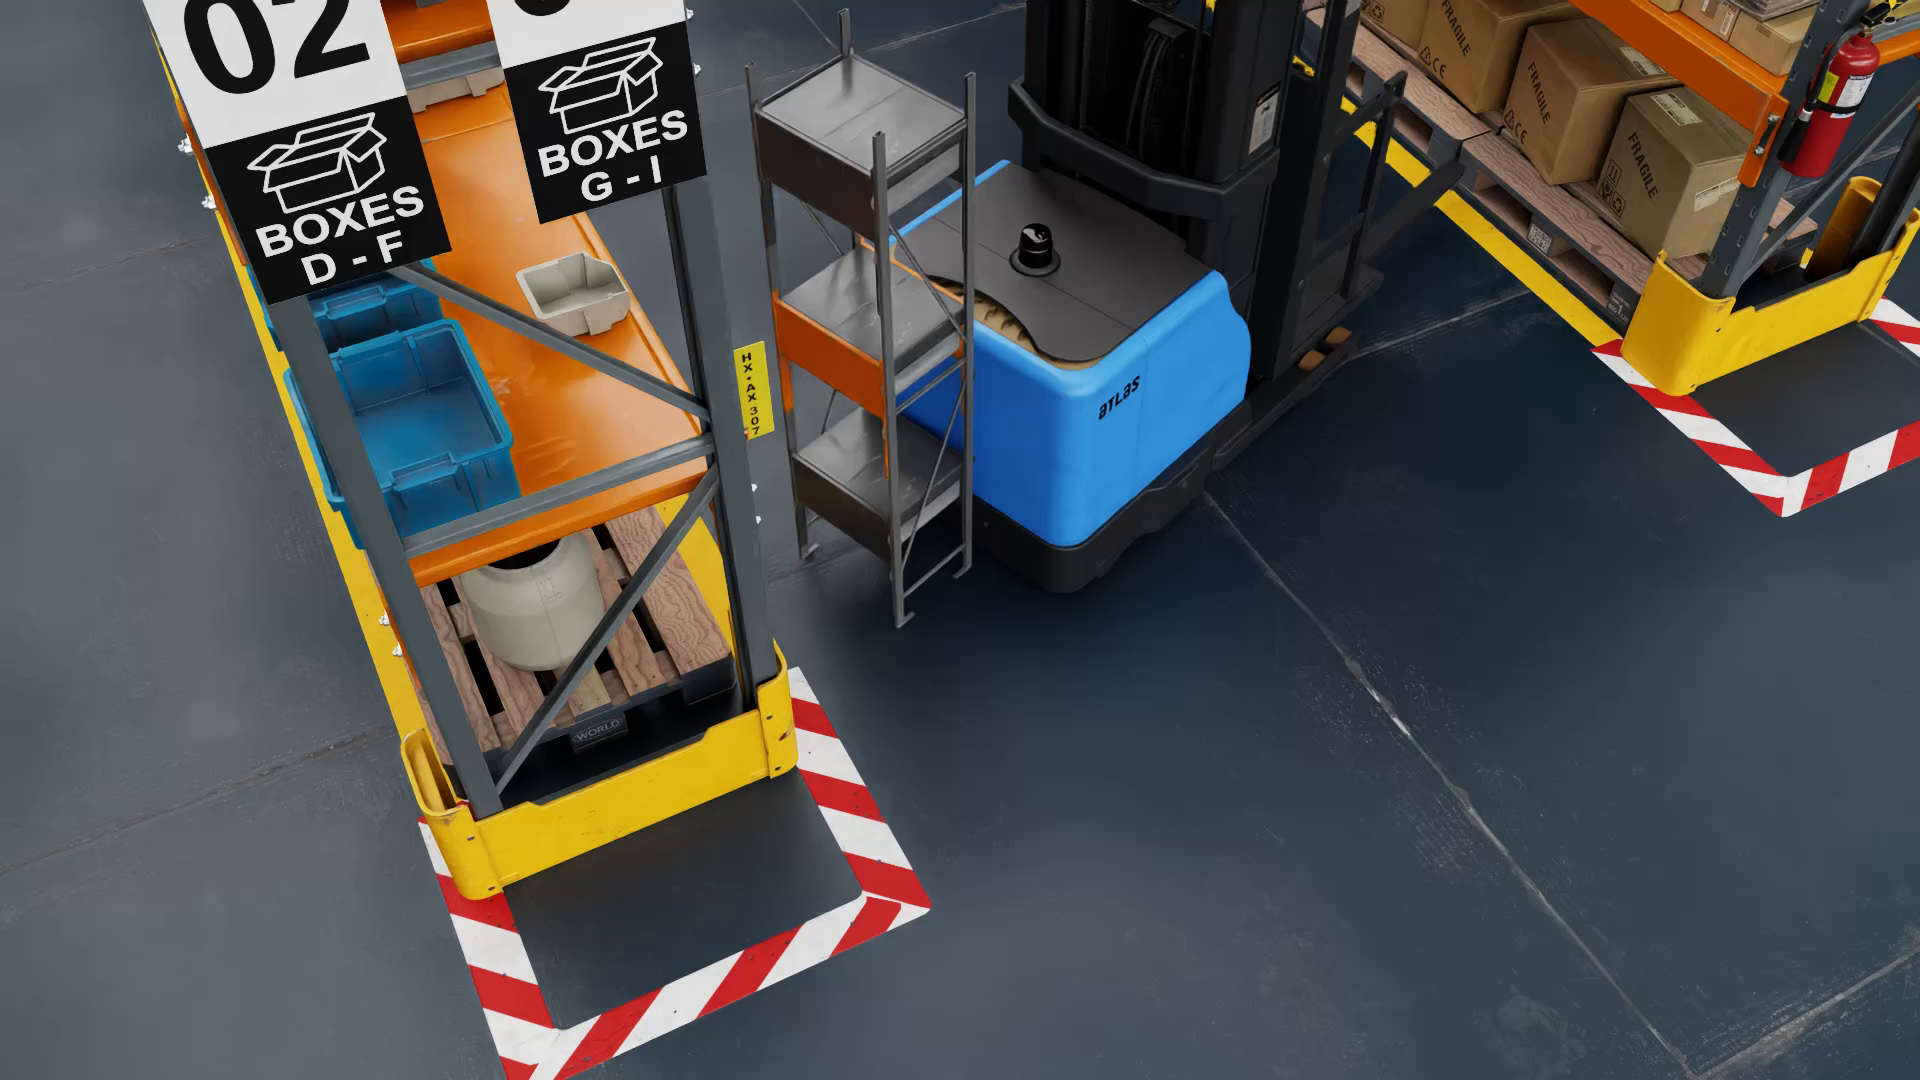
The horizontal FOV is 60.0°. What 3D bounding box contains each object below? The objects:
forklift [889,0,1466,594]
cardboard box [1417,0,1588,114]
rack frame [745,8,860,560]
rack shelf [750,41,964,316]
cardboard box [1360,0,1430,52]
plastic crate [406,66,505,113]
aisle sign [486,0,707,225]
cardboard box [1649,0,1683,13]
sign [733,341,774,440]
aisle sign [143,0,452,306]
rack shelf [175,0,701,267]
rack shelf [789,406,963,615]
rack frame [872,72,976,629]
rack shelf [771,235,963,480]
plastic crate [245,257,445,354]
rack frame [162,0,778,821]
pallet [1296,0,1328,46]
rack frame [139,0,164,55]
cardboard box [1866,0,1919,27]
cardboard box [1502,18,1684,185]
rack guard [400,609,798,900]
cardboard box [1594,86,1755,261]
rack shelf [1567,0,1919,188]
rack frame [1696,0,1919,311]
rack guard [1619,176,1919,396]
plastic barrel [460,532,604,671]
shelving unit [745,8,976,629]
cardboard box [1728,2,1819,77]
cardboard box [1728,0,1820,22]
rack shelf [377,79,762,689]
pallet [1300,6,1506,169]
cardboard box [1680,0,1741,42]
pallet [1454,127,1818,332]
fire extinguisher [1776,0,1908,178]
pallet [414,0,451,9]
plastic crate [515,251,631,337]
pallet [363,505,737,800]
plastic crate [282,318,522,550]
[{"bbox_3d":[0.997,-1.803,5.880,1.130,2.935,3.031,34,57,26],"label":"forklift"},{"bbox_3d":[2.515,-2.372,7.714,0.500,0.500,0.500,-17,51,-14],"label":"cardboard box"},{"bbox_3d":[-0.458,-0.731,5.495,0.015,2.100,0.400,34,57,26],"label":"rack frame"},{"bbox_3d":[-0.276,-1.061,4.871,0.480,0.518,0.431,34,57,26],"label":"rack shelf"},{"bbox_3d":[2.300,-2.761,8.054,0.500,0.500,0.500,-26,54,-21],"label":"cardboard box"},{"bbox_3d":[-1.906,-1.704,5.923,0.530,0.136,0.437,-21,52,-18],"label":"plastic crate"},{"bbox_3d":[-0.751,-1.022,3.424,0.394,0.787,0.004,-21,52,-18],"label":"aisle sign"},{"bbox_3d":[2.772,-2.174,6.325,0.380,0.149,0.250,-21,52,-18],"label":"cardboard box"},{"bbox_3d":[-0.553,-0.391,4.415,0.100,0.325,0.005,-21,52,-18],"label":"sign"},{"bbox_3d":[-1.275,-0.819,3.246,0.394,0.787,0.004,-21,52,-18],"label":"aisle sign"},{"bbox_3d":[-1.959,-2.203,4.669,1.077,0.370,4.000,-21,52,-18],"label":"rack shelf"},{"bbox_3d":[-0.276,-0.139,5.925,0.480,0.518,0.431,34,57,26],"label":"rack shelf"},{"bbox_3d":[-0.094,-0.486,5.280,0.015,2.100,0.400,34,57,26],"label":"rack frame"},{"bbox_3d":[-0.276,-0.600,5.398,0.480,0.518,0.431,34,57,26],"label":"rack shelf"},{"bbox_3d":[-1.831,-0.733,4.997,0.499,0.251,0.408,-21,52,-18],"label":"plastic crate"},{"bbox_3d":[-1.044,-0.113,4.356,1.000,3.000,0.127,-21,52,-18],"label":"rack frame"},{"bbox_3d":[1.868,-3.141,8.857,1.003,0.211,1.213,-21,52,-18],"label":"pallet"},{"bbox_3d":[-1.044,-2.089,2.098,1.000,3.000,0.127,-21,52,-18],"label":"rack frame"},{"bbox_3d":[3.441,-2.010,6.182,0.380,0.149,0.250,-21,52,-18],"label":"cardboard box"},{"bbox_3d":[2.785,-1.947,7.342,0.500,0.500,0.500,-9,49,-8],"label":"cardboard box"},{"bbox_3d":[-1.121,0.675,5.328,1.175,0.500,0.348,-21,52,-18],"label":"rack guard"},{"bbox_3d":[3.089,-1.559,7.002,0.500,0.500,0.500,-13,50,-11],"label":"cardboard box"},{"bbox_3d":[2.445,-2.921,7.290,1.077,0.370,4.000,-21,52,-18],"label":"rack shelf"},{"bbox_3d":[3.360,-1.819,5.849,1.000,3.000,0.127,-21,52,-18],"label":"rack frame"},{"bbox_3d":[3.325,-1.047,6.834,1.175,0.500,0.348,-21,52,-18],"label":"rack guard"},{"bbox_3d":[-1.413,0.153,5.497,0.421,0.512,0.421,0,49,0],"label":"plastic barrel"},{"bbox_3d":[-0.276,-0.609,5.387,0.503,2.100,0.431,34,57,26],"label":"shelving unit"},{"bbox_3d":[3.046,-1.856,6.048,0.380,0.149,0.250,-21,52,-18],"label":"cardboard box"},{"bbox_3d":[3.133,-2.328,6.029,0.875,0.500,0.500,-21,52,-18],"label":"cardboard box"},{"bbox_3d":[-1.959,-1.215,5.798,1.077,0.370,4.000,-21,52,-18],"label":"rack shelf"},{"bbox_3d":[2.430,-2.324,8.142,1.003,0.211,1.213,-21,52,-18],"label":"pallet"},{"bbox_3d":[2.932,-2.024,6.194,0.380,0.149,0.250,-21,52,-18],"label":"cardboard box"},{"bbox_3d":[2.985,-1.508,7.429,1.003,0.211,1.213,-21,52,-18],"label":"pallet"},{"bbox_3d":[3.002,-1.559,5.672,0.296,0.674,0.183,-21,52,-18],"label":"fire extinguisher"},{"bbox_3d":[-1.336,-1.626,3.812,1.003,0.211,1.213,-21,52,-18],"label":"pallet"},{"bbox_3d":[-1.168,-0.736,5.077,0.298,0.136,0.250,-21,52,-18],"label":"plastic crate"},{"bbox_3d":[-1.488,0.224,5.914,1.003,0.211,1.213,-21,52,-18],"label":"pallet"},{"bbox_3d":[-1.539,-0.296,4.615,0.499,0.251,0.616,-21,52,-18],"label":"plastic crate"}]
